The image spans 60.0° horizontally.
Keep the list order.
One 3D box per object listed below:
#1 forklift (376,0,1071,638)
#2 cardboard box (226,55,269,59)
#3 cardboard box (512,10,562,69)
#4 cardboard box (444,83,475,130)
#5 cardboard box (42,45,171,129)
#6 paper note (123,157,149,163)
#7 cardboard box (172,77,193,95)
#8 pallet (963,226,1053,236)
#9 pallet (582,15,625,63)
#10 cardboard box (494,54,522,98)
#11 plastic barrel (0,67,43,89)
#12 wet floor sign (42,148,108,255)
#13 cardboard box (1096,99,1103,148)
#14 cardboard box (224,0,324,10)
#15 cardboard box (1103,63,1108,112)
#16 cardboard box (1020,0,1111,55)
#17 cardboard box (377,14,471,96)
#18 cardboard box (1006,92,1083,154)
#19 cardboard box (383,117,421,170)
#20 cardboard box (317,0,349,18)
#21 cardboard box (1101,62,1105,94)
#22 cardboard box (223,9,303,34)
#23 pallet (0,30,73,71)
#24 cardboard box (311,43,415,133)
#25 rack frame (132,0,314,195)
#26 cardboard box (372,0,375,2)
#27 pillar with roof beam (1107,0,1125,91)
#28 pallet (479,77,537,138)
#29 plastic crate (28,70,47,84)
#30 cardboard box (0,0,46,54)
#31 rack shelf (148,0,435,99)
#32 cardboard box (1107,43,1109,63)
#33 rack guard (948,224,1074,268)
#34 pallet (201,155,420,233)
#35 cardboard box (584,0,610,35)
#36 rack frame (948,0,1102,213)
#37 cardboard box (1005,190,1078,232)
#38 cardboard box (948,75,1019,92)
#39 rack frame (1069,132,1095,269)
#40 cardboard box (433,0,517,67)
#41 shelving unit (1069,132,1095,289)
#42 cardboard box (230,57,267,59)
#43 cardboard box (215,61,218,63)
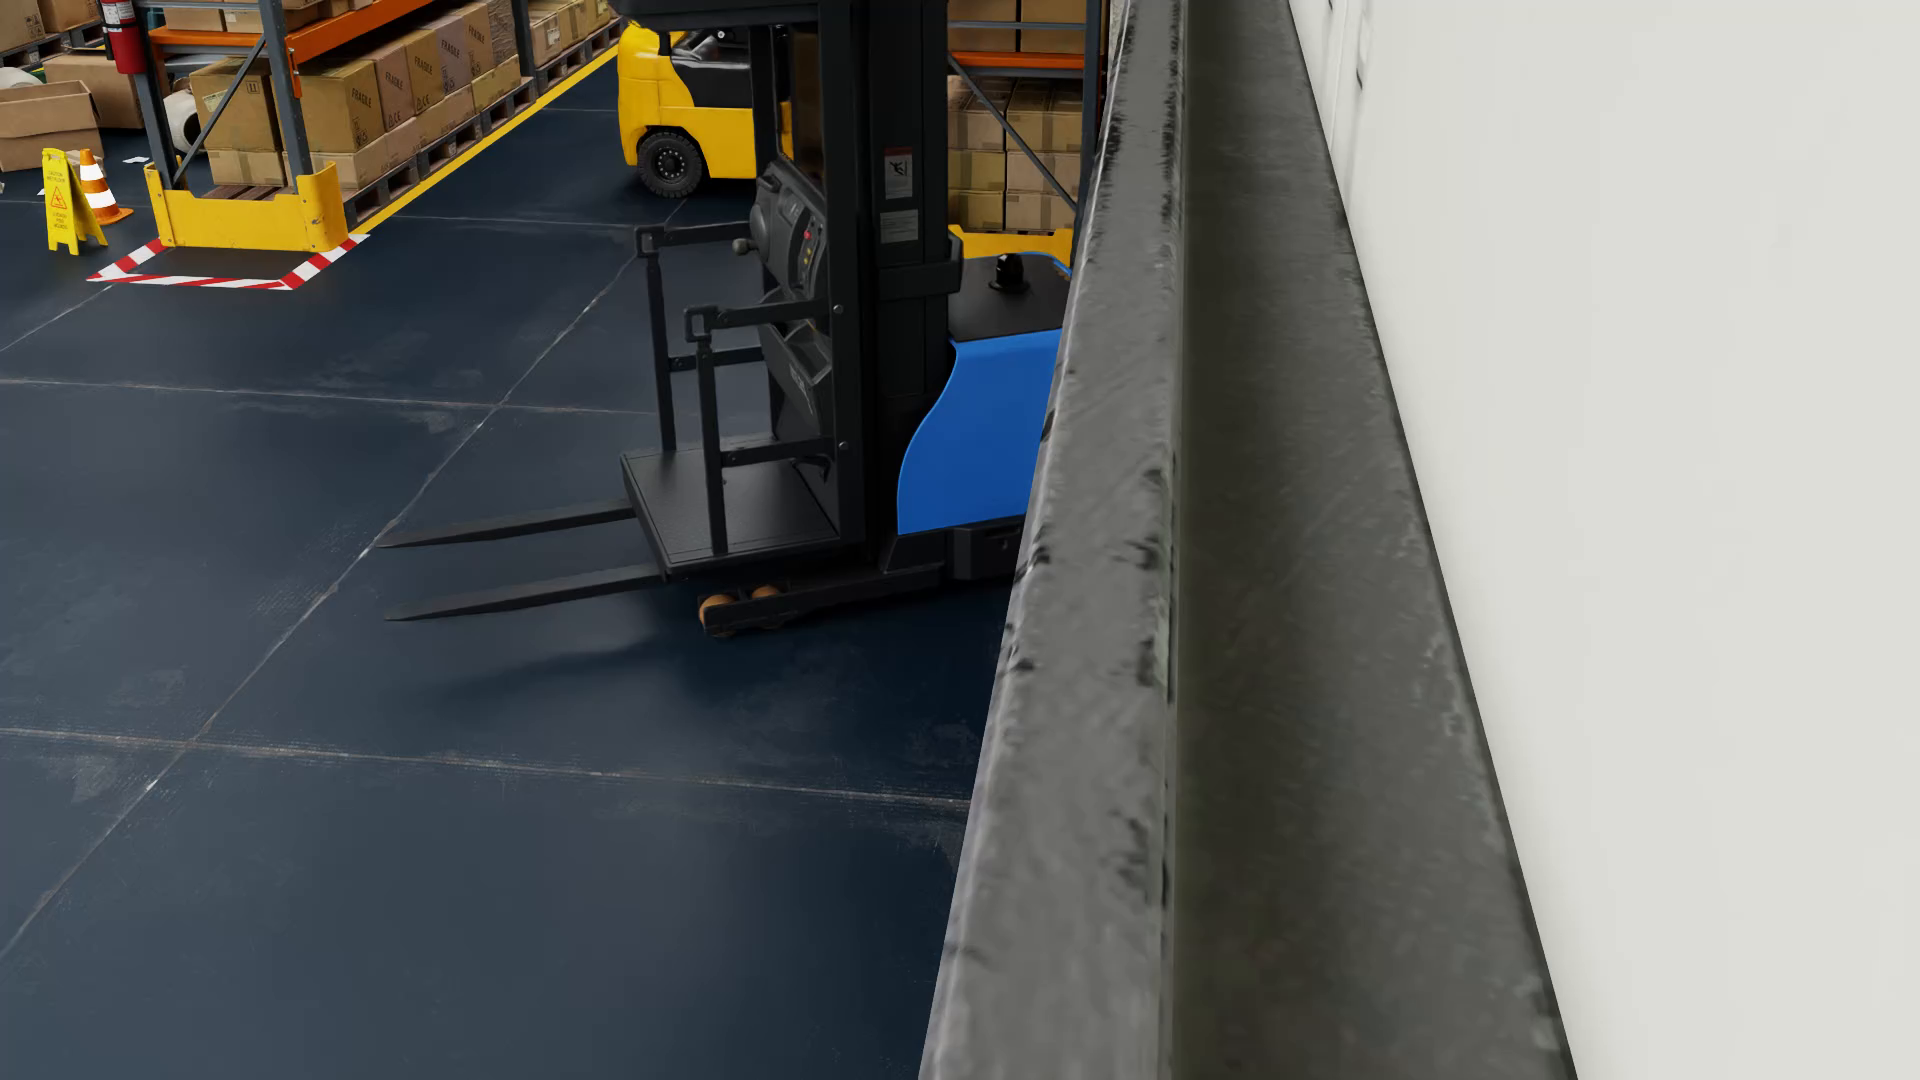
[{"bbox_3d":[-0.845,-1.190,6.368,3.031,2.935,1.130,-10,30,-17],"label":"forklift"},{"bbox_3d":[-4.801,-3.401,11.382,0.380,0.149,0.250,4,29,8],"label":"cardboard box"},{"bbox_3d":[-4.067,-4.400,14.582,0.950,0.372,0.625,4,29,7],"label":"cardboard box"},{"bbox_3d":[-4.056,-3.315,12.697,0.500,0.250,0.500,4,29,7],"label":"cardboard box"},{"bbox_3d":[-6.810,-3.617,13.291,0.797,0.637,0.503,3,28,6],"label":"cardboard box"},{"bbox_3d":[-6.225,-2.882,12.579,0.148,0.019,0.142,14,31,24],"label":"paper note"},{"bbox_3d":[-6.359,-3.662,13.768,0.258,0.266,0.396,-17,33,-29],"label":"cardboard box"},{"bbox_3d":[0.360,-2.090,10.907,1.003,0.211,1.213,3,28,6],"label":"pallet"},{"bbox_3d":[-3.888,-4.840,16.011,1.003,0.211,1.213,3,28,6],"label":"pallet"},{"bbox_3d":[-3.934,-3.805,13.607,0.500,0.250,0.500,5,29,9],"label":"cardboard box"},{"bbox_3d":[-7.670,-3.608,13.500,0.421,0.421,0.512,-24,36,-37],"label":"plastic barrel"},{"bbox_3d":[-5.704,-2.178,10.613,0.267,0.644,0.232,14,31,24],"label":"wet floor sign"},{"bbox_3d":[0.698,-2.838,11.284,0.500,0.250,0.500,4,29,7],"label":"cardboard box"},{"bbox_3d":[-4.285,-3.624,10.395,0.500,0.500,0.500,3,28,5],"label":"cardboard box"},{"bbox_3d":[0.831,-3.310,12.161,0.500,0.250,0.500,3,28,6],"label":"cardboard box"},{"bbox_3d":[0.644,-3.216,9.952,0.500,0.500,0.500,4,29,8],"label":"cardboard box"},{"bbox_3d":[-4.057,-3.655,12.538,0.500,0.500,0.500,5,29,9],"label":"cardboard box"},{"bbox_3d":[0.555,-2.585,10.288,0.500,0.250,0.500,3,28,5],"label":"cardboard box"},{"bbox_3d":[-4.175,-2.820,11.778,0.500,0.250,0.500,4,29,8],"label":"cardboard box"},{"bbox_3d":[-4.242,-3.519,10.884,0.380,0.149,0.250,2,28,5],"label":"cardboard box"},{"bbox_3d":[0.754,-3.296,11.607,0.500,0.250,0.500,3,28,5],"label":"cardboard box"},{"bbox_3d":[-4.372,-3.279,10.439,0.380,0.149,0.250,3,29,6],"label":"cardboard box"},{"bbox_3d":[-9.034,-4.505,15.389,1.003,0.211,1.213,3,28,6],"label":"pallet"},{"bbox_3d":[-4.183,-3.168,11.633,0.500,0.500,0.500,2,28,4],"label":"cardboard box"},{"bbox_3d":[-4.619,-3.242,10.105,1.000,3.000,0.127,3,28,6],"label":"rack frame"},{"bbox_3d":[-4.167,-3.760,11.331,0.380,0.149,0.250,4,29,8],"label":"cardboard box"},{"bbox_3d":[-3.720,-3.298,3.883,9.100,9.000,0.400,3,28,6],"label":"pillar with roof beam"},{"bbox_3d":[-4.176,-3.579,13.671,1.003,0.211,1.213,3,28,6],"label":"pallet"},{"bbox_3d":[-7.775,-3.994,14.406,0.450,0.188,0.662,9,28,37],"label":"plastic crate"},{"bbox_3d":[-9.067,-4.857,15.032,1.050,0.750,0.750,3,28,6],"label":"cardboard box"},{"bbox_3d":[-4.374,-3.867,12.023,1.077,0.370,4.000,3,28,6],"label":"rack shelf"},{"bbox_3d":[0.883,-3.770,12.488,0.500,0.250,0.500,3,28,5],"label":"cardboard box"},{"bbox_3d":[0.305,-1.843,10.145,1.175,0.500,0.348,3,28,6],"label":"rack guard"},{"bbox_3d":[-4.475,-2.430,11.539,1.003,0.211,1.213,3,28,6],"label":"pallet"},{"bbox_3d":[-3.899,-5.066,15.818,0.950,0.372,0.625,4,29,8],"label":"cardboard box"},{"bbox_3d":[0.308,-2.955,9.573,1.000,3.000,0.127,3,28,6],"label":"rack frame"},{"bbox_3d":[0.562,-2.149,10.533,0.500,0.250,0.500,3,29,6],"label":"cardboard box"},{"bbox_3d":[0.112,-2.845,10.771,0.500,0.250,0.500,4,29,7],"label":"cardboard box"},{"bbox_3d":[0.737,-1.105,7.676,0.500,1.500,0.032,7,28,2],"label":"rack frame"},{"bbox_3d":[-3.935,-4.135,13.429,0.500,0.500,0.500,3,28,5],"label":"cardboard box"},{"bbox_3d":[0.694,-0.876,7.234,0.587,1.500,1.083,7,28,2],"label":"shelving unit"},{"bbox_3d":[-4.719,-3.185,11.664,0.500,0.500,0.500,4,29,8],"label":"cardboard box"},{"bbox_3d":[-5.610,-3.600,13.403,0.500,0.500,0.500,-24,36,-37],"label":"cardboard box"}]
